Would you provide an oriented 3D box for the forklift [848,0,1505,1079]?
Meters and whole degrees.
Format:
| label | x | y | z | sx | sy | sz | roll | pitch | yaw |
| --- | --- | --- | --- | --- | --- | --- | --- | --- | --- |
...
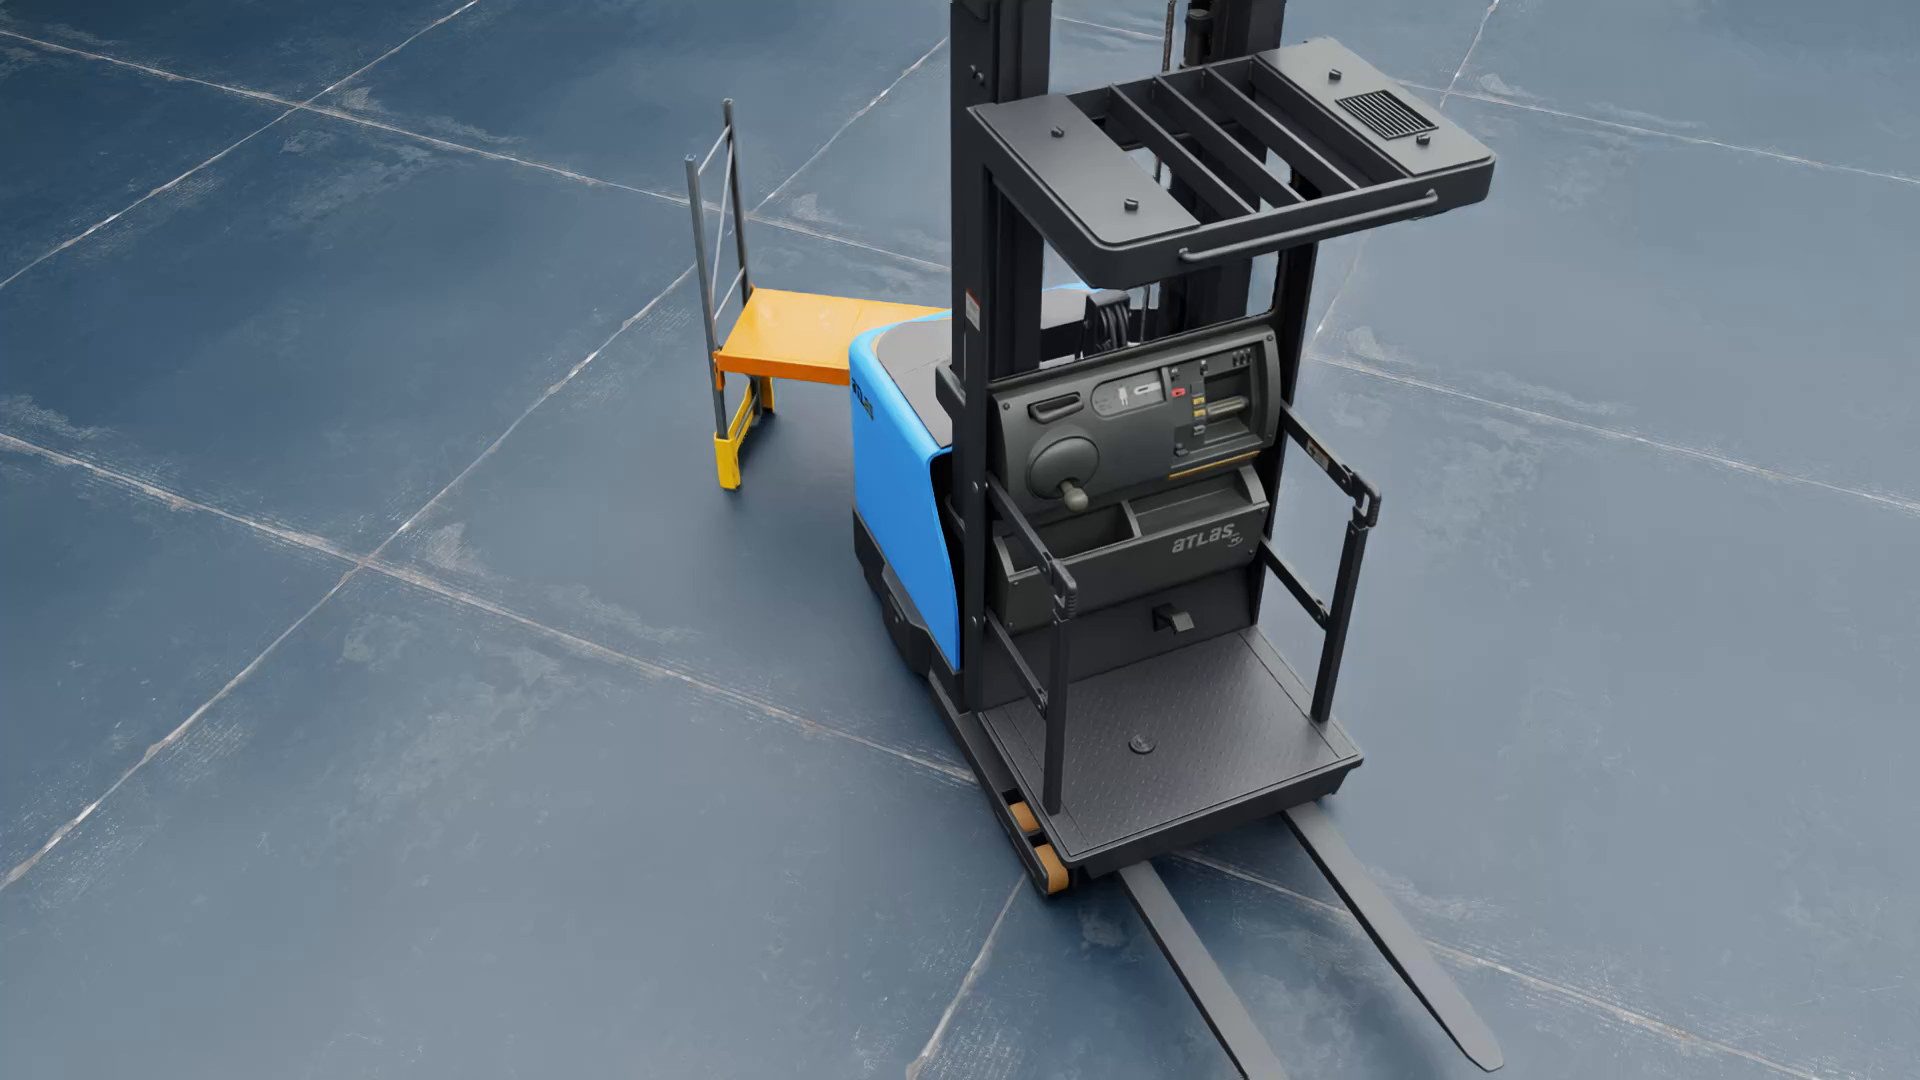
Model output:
| label | x | y | z | sx | sy | sz | roll | pitch | yaw |
| --- | --- | --- | --- | --- | --- | --- | --- | --- | --- |
| forklift | 0.633 | -0.279 | 4.834 | 1.130 | 2.935 | 3.031 | -16 | 43 | -17 |

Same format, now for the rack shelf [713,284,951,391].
| label | x | y | z | sx | sy | sz | roll | pitch | yaw |
| --- | --- | --- | --- | --- | --- | --- | --- | --- | --- |
| rack shelf | -0.442 | -0.776 | 6.775 | 1.000 | 0.185 | 0.538 | 7 | 41 | 8 |

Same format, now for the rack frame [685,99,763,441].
| label | x | y | z | sx | sy | sz | roll | pitch | yaw |
| --- | --- | --- | --- | --- | --- | --- | --- | --- | --- |
| rack frame | -0.940 | -0.977 | 6.732 | 0.032 | 1.500 | 0.500 | 7 | 41 | 8 |

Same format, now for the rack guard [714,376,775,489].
| label | x | y | z | sx | sy | sz | roll | pitch | yaw |
| --- | --- | --- | --- | --- | --- | --- | --- | --- | --- |
| rack guard | -0.921 | -0.503 | 7.139 | 0.087 | 0.250 | 0.587 | 7 | 41 | 8 |

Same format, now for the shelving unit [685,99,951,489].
| label | x | y | z | sx | sy | sz | roll | pitch | yaw |
| --- | --- | --- | --- | --- | --- | --- | --- | --- | --- |
| shelving unit | -0.433 | -0.911 | 6.656 | 1.083 | 1.500 | 0.587 | 7 | 41 | 8 |
